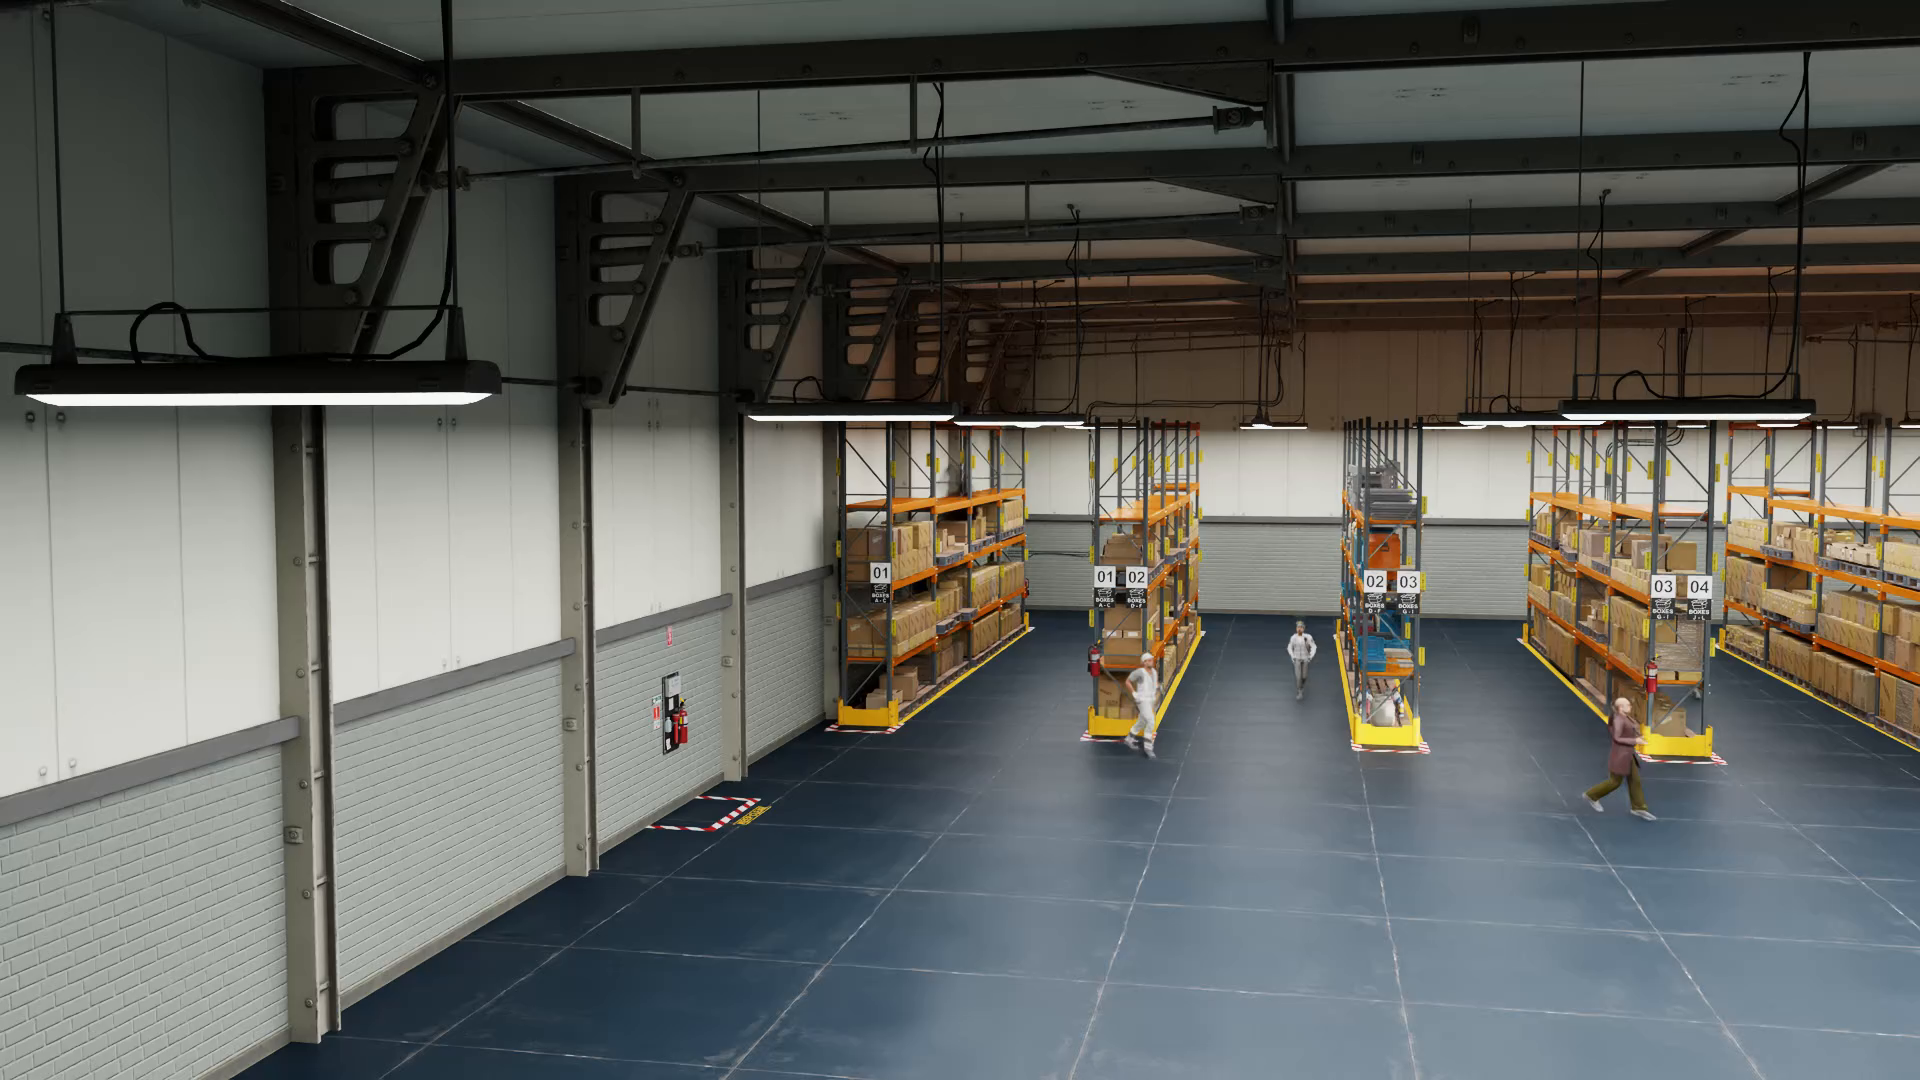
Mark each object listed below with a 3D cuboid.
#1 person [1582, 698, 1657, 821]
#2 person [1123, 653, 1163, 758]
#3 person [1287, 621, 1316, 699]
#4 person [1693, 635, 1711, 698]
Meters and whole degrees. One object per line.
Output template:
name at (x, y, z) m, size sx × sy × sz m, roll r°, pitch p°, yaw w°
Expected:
person at (9.773, 3.225, 24.607) m, size 1.049 × 1.798 × 0.707 m, roll 2°, pitch 4°, yaw 33°
person at (3.267, 2.916, 29.576) m, size 0.764 × 1.850 × 0.670 m, roll 3°, pitch 5°, yaw 42°
person at (7.359, 2.579, 35.851) m, size 0.619 × 1.662 × 0.487 m, roll 1°, pitch 4°, yaw 16°
person at (15.926, 2.496, 35.957) m, size 0.672 × 1.766 × 0.855 m, roll 0°, pitch 4°, yaw 7°
